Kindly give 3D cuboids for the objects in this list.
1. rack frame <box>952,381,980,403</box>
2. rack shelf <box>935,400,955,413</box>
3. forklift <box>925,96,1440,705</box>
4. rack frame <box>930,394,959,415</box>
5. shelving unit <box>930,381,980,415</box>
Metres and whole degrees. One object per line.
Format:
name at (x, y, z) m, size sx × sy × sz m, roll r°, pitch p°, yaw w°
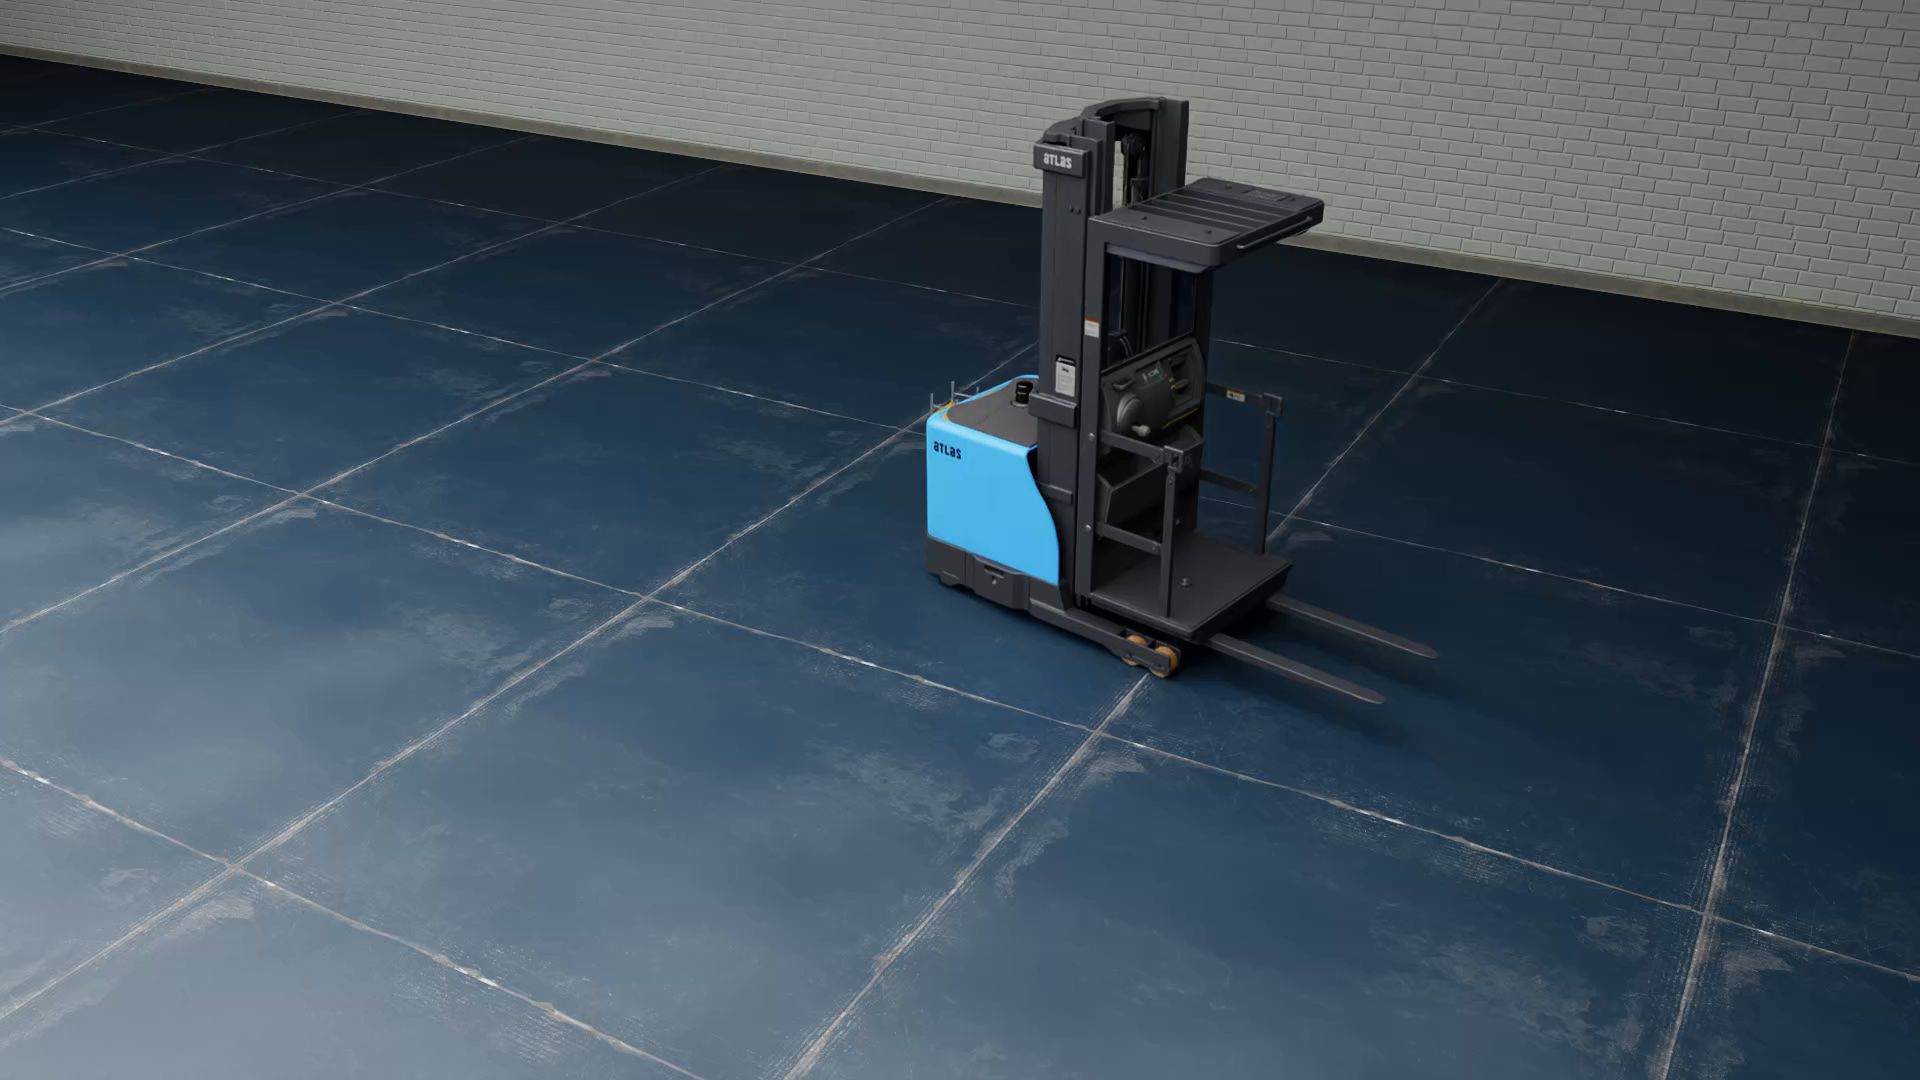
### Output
rack frame at (0.034, -0.497, 10.571) m, size 0.200 × 1.050 × 0.008 m, roll 15°, pitch 30°, yaw 28°
rack shelf at (-0.030, -0.695, 10.356) m, size 0.215 × 0.259 × 0.240 m, roll 15°, pitch 30°, yaw 28°
forklift at (1.235, -0.817, 9.108) m, size 3.031 × 2.935 × 1.130 m, roll 21°, pitch 33°, yaw 35°
rack frame at (-0.095, -0.404, 10.385) m, size 0.200 × 1.050 × 0.008 m, roll 15°, pitch 30°, yaw 28°
shelving unit at (-0.030, -0.451, 10.478) m, size 0.215 × 1.050 × 0.252 m, roll 15°, pitch 30°, yaw 28°
